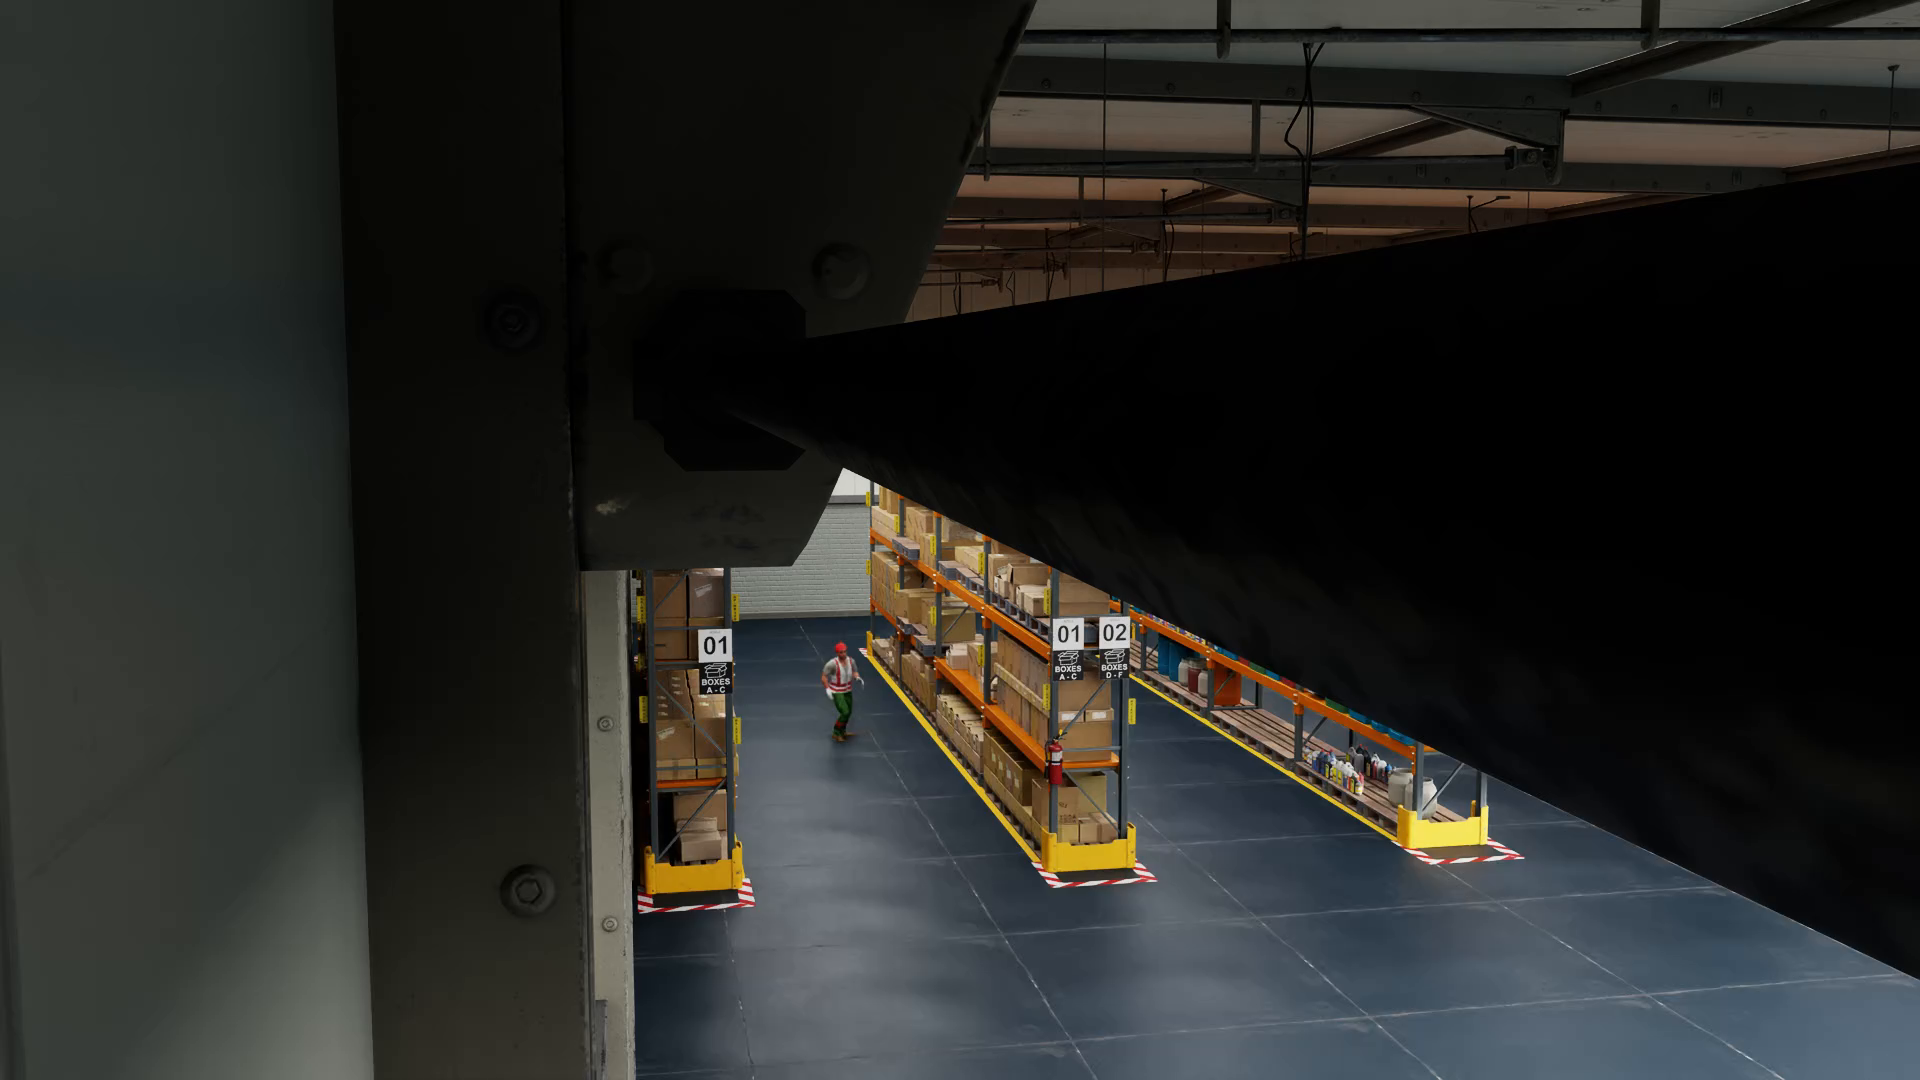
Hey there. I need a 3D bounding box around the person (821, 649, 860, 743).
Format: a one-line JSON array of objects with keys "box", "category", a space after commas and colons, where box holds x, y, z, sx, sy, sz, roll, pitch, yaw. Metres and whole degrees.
[{"box": [-2.018, 2.586, 28.171, 0.600, 1.672, 0.666, 5, 8, 40], "category": "person"}]
